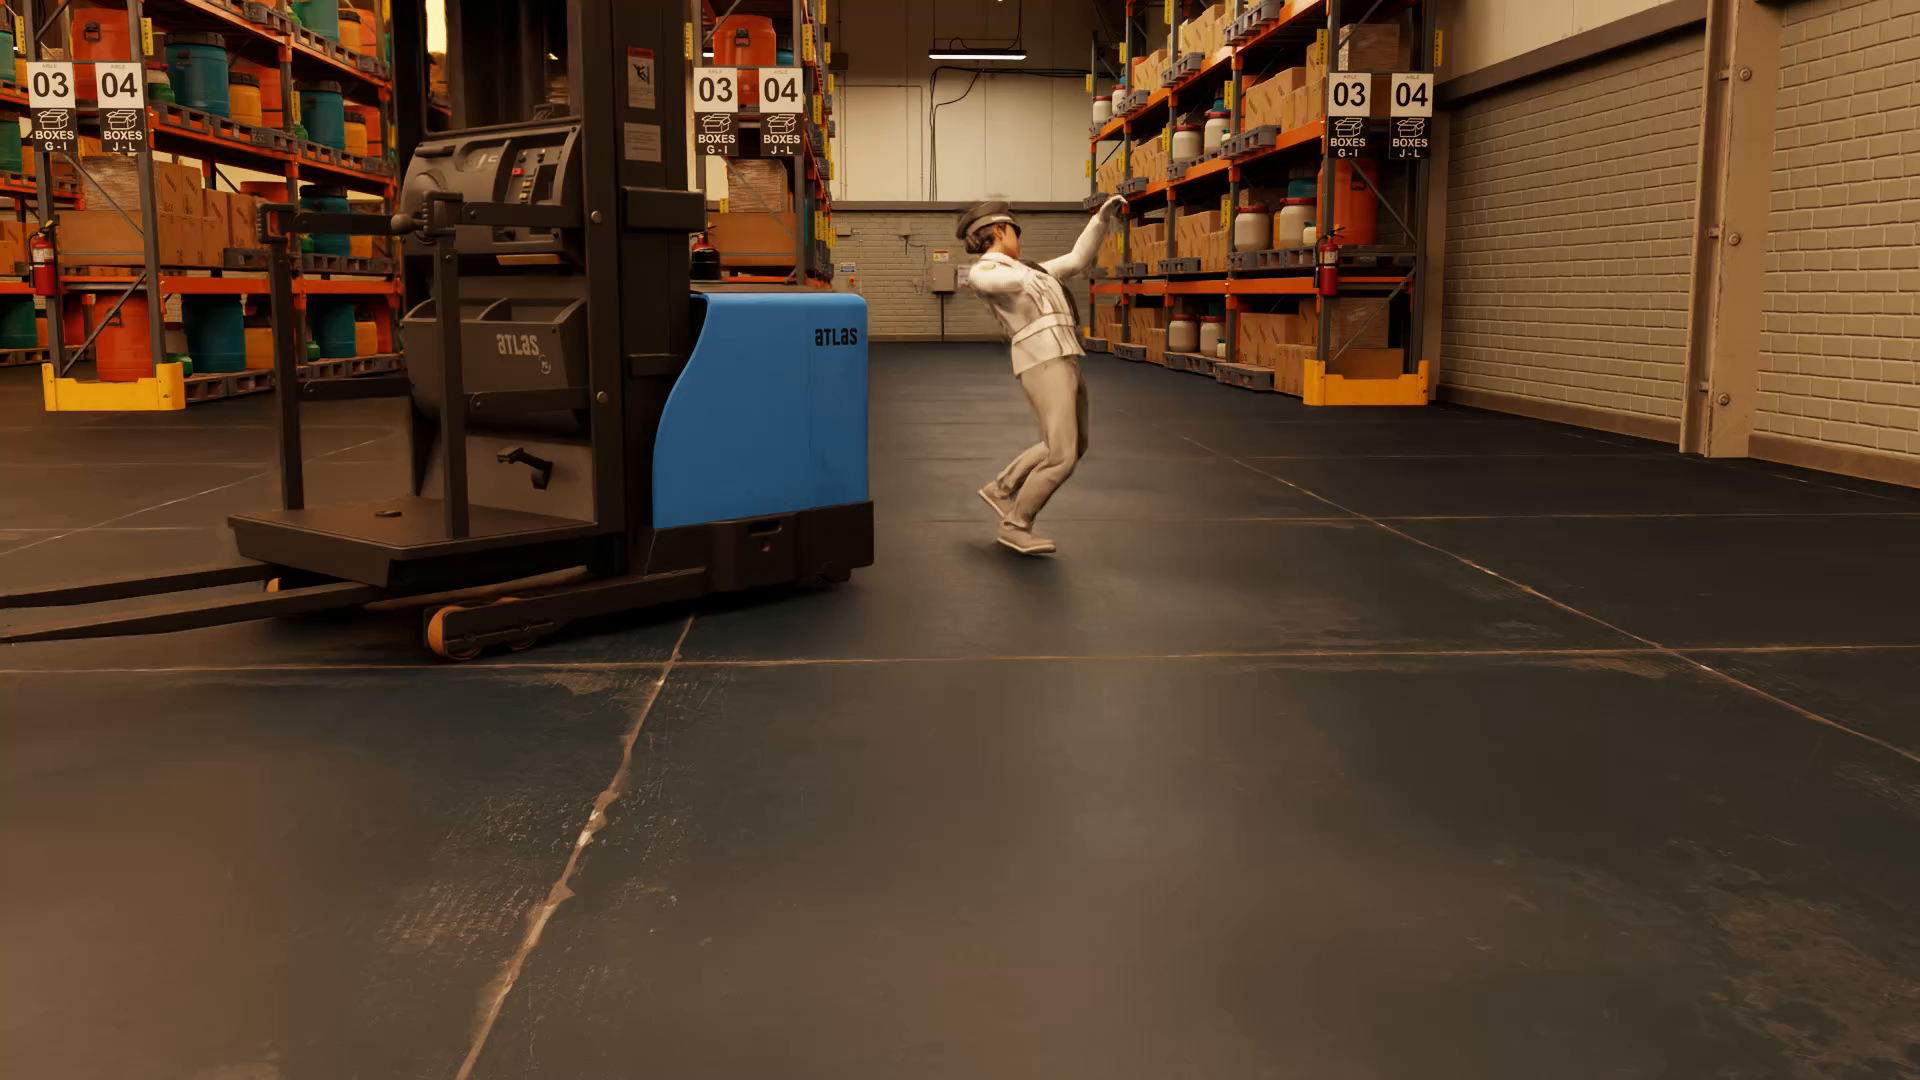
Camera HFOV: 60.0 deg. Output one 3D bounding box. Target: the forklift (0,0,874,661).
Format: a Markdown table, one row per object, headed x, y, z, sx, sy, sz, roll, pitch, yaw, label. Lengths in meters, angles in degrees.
| x | y | z | sx | sy | sz | roll | pitch | yaw | label |
| --- | --- | --- | --- | --- | --- | --- | --- | --- | --- |
| -1.674 | -1.176 | 5.250 | 1.130 | 2.935 | 3.031 | 7 | 11 | 41 | forklift |

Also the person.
| x | y | z | sx | sy | sz | roll | pitch | yaw | label |
| --- | --- | --- | --- | --- | --- | --- | --- | --- | --- |
| 0.282 | -0.677 | 6.828 | 0.744 | 1.458 | 1.001 | 2 | 9 | 12 | person |
